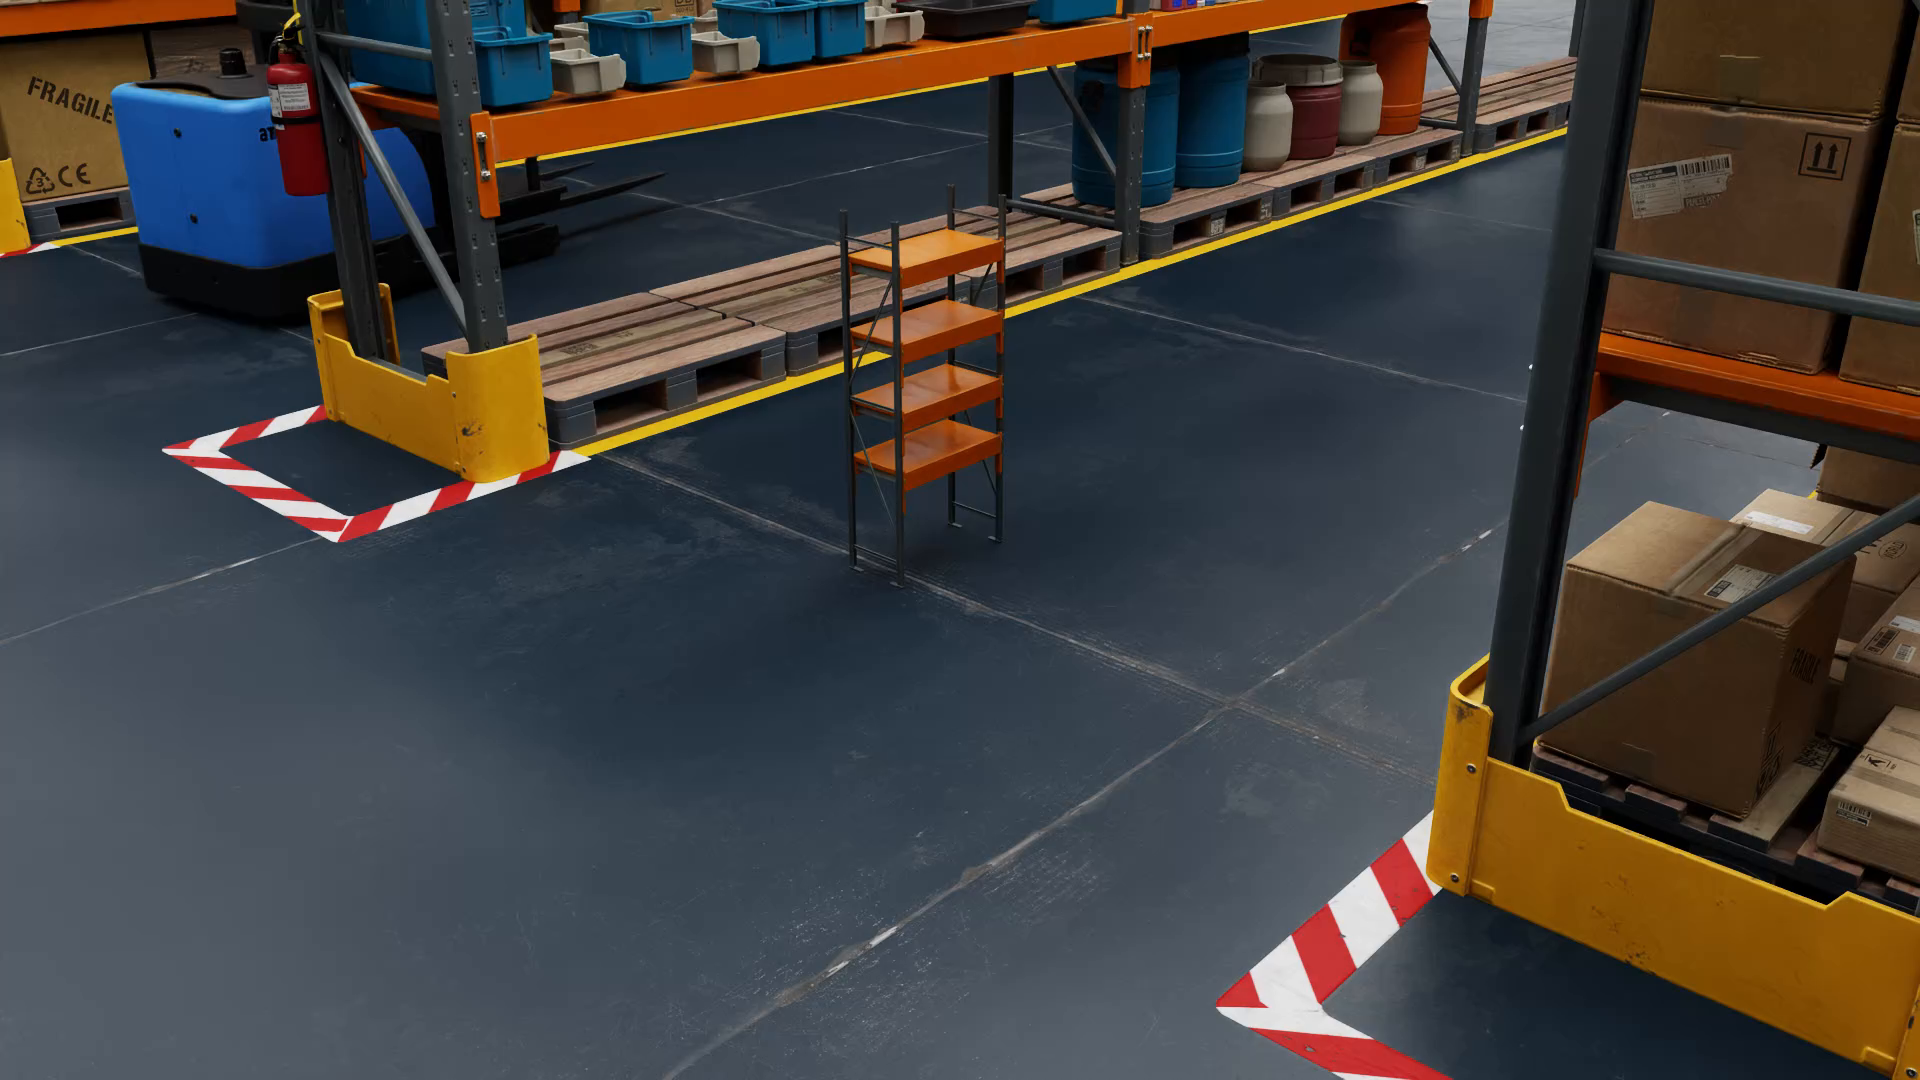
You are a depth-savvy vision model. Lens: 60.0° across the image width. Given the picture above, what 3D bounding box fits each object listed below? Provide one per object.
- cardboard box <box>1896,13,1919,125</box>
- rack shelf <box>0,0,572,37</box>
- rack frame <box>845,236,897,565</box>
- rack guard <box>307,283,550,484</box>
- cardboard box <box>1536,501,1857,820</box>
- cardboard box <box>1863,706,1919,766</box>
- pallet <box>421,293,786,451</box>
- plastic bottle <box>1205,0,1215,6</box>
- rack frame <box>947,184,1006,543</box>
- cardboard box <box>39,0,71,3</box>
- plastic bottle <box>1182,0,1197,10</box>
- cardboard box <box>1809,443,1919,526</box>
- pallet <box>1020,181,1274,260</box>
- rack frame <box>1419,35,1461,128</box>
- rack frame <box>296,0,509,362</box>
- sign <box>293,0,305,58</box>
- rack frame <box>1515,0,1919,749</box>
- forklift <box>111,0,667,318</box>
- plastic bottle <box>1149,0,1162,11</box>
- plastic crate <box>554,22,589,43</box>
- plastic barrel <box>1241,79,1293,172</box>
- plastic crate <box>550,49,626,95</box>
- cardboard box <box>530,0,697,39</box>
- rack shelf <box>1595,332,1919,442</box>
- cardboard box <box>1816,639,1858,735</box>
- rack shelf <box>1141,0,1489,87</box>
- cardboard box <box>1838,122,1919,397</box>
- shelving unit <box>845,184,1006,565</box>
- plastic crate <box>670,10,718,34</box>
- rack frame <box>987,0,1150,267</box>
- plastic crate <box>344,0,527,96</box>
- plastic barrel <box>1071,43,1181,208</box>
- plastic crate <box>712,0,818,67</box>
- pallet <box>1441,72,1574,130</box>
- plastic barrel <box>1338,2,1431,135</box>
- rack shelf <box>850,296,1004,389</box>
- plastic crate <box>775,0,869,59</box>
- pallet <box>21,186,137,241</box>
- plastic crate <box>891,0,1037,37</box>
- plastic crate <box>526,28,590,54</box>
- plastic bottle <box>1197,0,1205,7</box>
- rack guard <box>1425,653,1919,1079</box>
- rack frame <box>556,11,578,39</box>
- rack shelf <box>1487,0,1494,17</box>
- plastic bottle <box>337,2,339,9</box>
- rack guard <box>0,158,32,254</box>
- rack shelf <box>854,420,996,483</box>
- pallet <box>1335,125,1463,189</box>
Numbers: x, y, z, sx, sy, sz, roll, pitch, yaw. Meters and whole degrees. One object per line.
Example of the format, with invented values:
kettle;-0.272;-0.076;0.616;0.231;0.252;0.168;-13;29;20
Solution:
cardboard box;2.078;-1.003;2.976;0.500;0.500;0.500;21;32;39
rack shelf;-4.455;-3.425;10.602;1.077;0.370;4.000;20;31;38
rack frame;-0.274;-0.423;5.227;0.228;1.046;0.006;20;31;38
rack guard;-2.107;-0.640;6.566;1.175;0.500;0.348;20;31;38
cardboard box;1.765;0.269;4.001;0.500;0.500;0.500;20;31;38
cardboard box;2.288;0.544;3.795;0.380;0.166;0.250;20;31;38
pallet;-1.522;-0.760;7.187;1.003;0.211;1.213;20;31;38
plastic bottle;1.348;-3.057;9.059;0.097;0.271;0.097;0;24;0
rack frame;0.052;-0.571;5.558;0.240;1.200;0.015;20;31;38
cardboard box;-5.137;-3.126;9.362;0.380;0.149;0.250;20;31;37
plastic bottle;1.220;-2.993;8.901;0.061;0.283;0.133;20;31;38
cardboard box;3.005;-0.144;4.919;0.797;0.503;0.637;20;31;38
pallet;1.115;-1.962;9.867;1.003;0.211;1.213;20;31;38
rack frame;3.236;-4.230;11.517;0.949;2.616;0.053;20;31;38
rack frame;-2.101;-1.792;6.079;1.000;3.000;0.127;20;31;38
sign;-2.521;-2.011;6.370;0.100;0.325;0.005;20;31;38
rack frame;1.588;-0.437;3.058;0.949;2.616;0.053;20;31;38
forklift;-2.904;-2.954;8.755;1.130;2.935;3.031;15;28;30
plastic bottle;1.072;-3.019;8.877;0.144;0.351;0.185;20;31;38
plastic crate;-1.487;-2.081;6.973;0.396;0.136;0.243;20;31;38
plastic barrel;1.860;-2.591;10.390;0.421;0.512;0.421;0;24;0
plastic crate;-1.415;-1.759;6.256;0.250;0.136;0.298;20;31;38
cardboard box;-2.708;-3.785;12.610;1.225;0.875;0.875;20;31;38
rack shelf;2.920;-0.841;4.512;0.919;0.052;3.809;20;31;38
cardboard box;2.102;0.323;4.290;0.380;0.166;0.250;20;31;38
rack shelf;1.903;-3.291;10.304;1.077;0.370;4.000;20;31;38
cardboard box;2.078;-0.547;3.181;0.500;0.500;0.500;21;32;39
shelving unit;-0.109;-0.498;5.394;0.258;1.200;0.499;20;31;38
plastic crate;-1.136;-2.268;7.390;0.298;0.136;0.250;20;31;38
rack frame;0.569;-3.010;8.797;1.000;3.000;0.127;20;31;38
plastic crate;-2.017;-1.988;6.401;0.616;0.435;0.499;20;31;38
plastic barrel;0.944;-2.405;9.500;0.600;0.901;0.708;20;31;38
plastic crate;-0.812;-2.129;6.963;0.416;0.233;0.300;20;31;38
pallet;4.599;-3.552;13.414;1.003;0.211;1.213;20;31;38
plastic barrel;2.924;-3.277;11.531;0.600;0.830;0.708;20;31;38
rack shelf;-0.110;-0.640;5.328;0.258;0.148;0.480;20;31;38
plastic crate;-0.612;-2.220;7.167;0.416;0.233;0.300;20;31;38
pallet;-5.314;-2.136;10.257;1.003;0.211;1.213;20;31;38
plastic crate;0.022;-2.498;7.917;0.437;0.125;0.590;20;31;38
plastic crate;-1.692;-1.996;6.785;0.396;0.136;0.243;20;31;38
plastic bottle;1.284;-2.996;9.008;0.097;0.201;0.097;0;24;0
rack guard;1.636;0.680;3.623;1.175;0.500;0.348;20;31;38
rack frame;-3.120;-4.363;11.814;1.000;3.000;0.127;20;31;38
rack shelf;4.573;-4.510;13.022;1.077;0.370;4.000;20;31;38
plastic bottle;-3.161;-2.369;8.579;0.171;1.395;0.111;20;31;38
rack guard;-5.805;-1.996;9.591;1.175;0.500;0.348;20;31;38
rack shelf;-0.110;-0.290;5.485;0.221;0.050;0.457;20;31;38
pallet;2.743;-2.705;11.525;1.003;0.211;1.213;20;31;38
